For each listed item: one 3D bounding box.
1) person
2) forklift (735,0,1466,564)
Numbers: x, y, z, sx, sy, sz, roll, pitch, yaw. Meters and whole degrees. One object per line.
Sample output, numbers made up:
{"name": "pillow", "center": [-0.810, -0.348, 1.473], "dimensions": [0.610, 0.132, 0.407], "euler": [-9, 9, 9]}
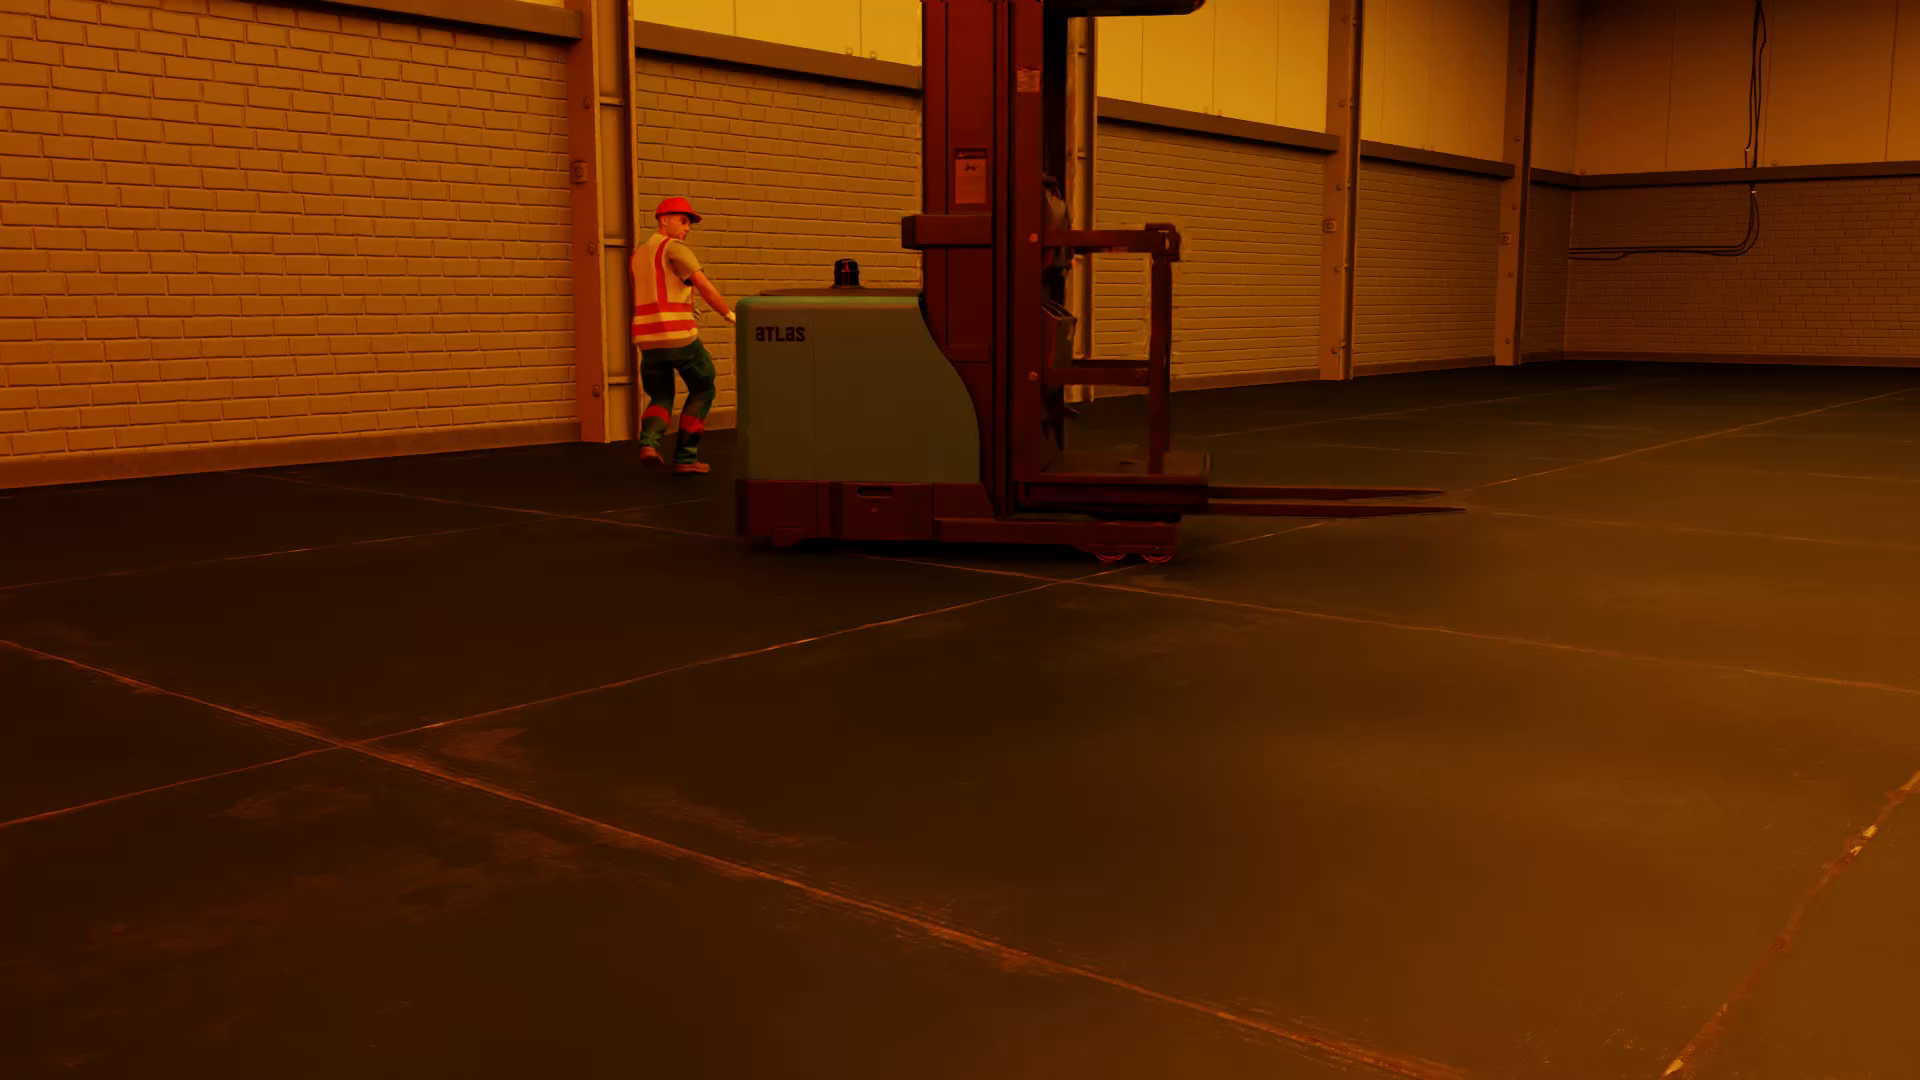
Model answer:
{"name": "person", "center": [-1.620, -1.215, 9.975], "dimensions": [0.876, 1.654, 0.816], "euler": [4, 9, 28]}
{"name": "forklift", "center": [0.604, -1.437, 7.104], "dimensions": [3.031, 2.935, 1.130], "euler": [1, 8, 8]}
